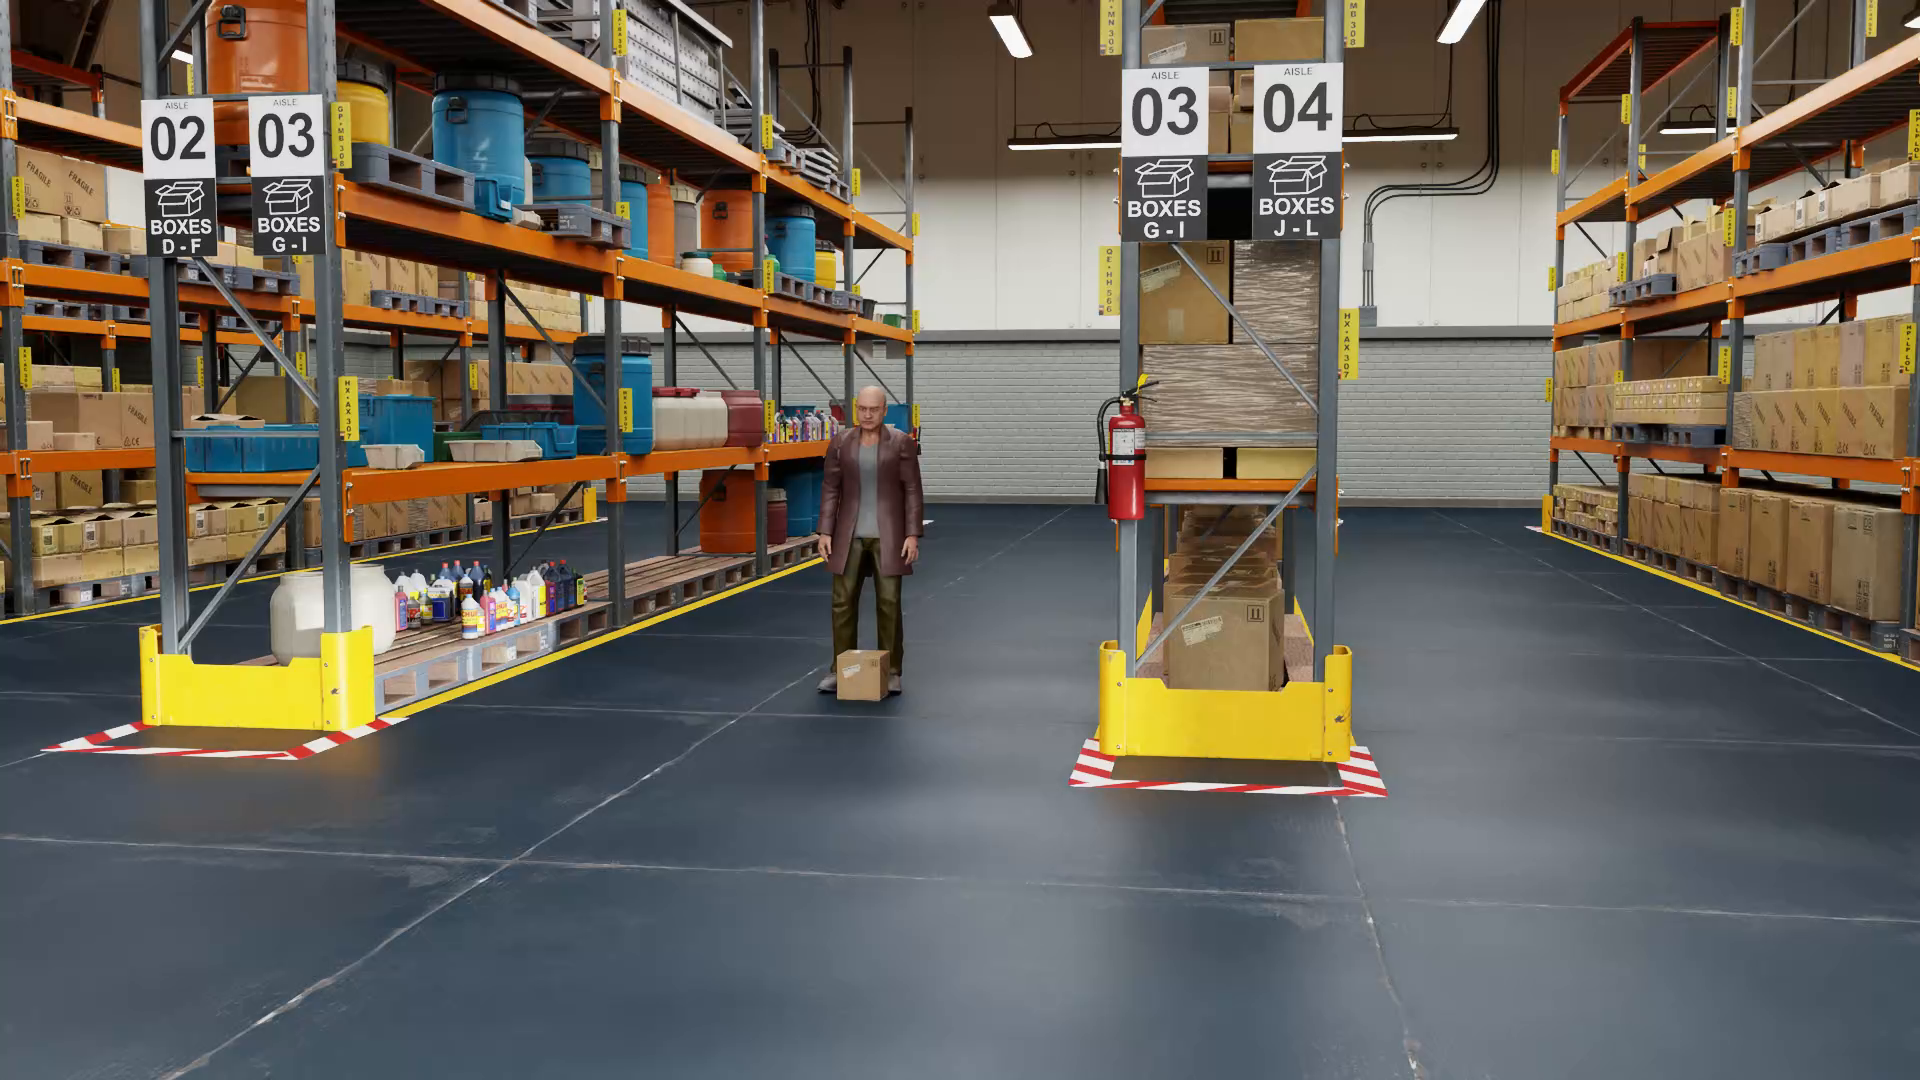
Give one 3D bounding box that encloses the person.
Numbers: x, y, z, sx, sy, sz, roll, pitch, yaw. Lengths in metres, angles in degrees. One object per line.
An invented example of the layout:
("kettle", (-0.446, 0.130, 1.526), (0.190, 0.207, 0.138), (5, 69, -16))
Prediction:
("person", (-0.528, -0.008, 9.693), (0.640, 1.773, 0.426), (1, 4, 8))
